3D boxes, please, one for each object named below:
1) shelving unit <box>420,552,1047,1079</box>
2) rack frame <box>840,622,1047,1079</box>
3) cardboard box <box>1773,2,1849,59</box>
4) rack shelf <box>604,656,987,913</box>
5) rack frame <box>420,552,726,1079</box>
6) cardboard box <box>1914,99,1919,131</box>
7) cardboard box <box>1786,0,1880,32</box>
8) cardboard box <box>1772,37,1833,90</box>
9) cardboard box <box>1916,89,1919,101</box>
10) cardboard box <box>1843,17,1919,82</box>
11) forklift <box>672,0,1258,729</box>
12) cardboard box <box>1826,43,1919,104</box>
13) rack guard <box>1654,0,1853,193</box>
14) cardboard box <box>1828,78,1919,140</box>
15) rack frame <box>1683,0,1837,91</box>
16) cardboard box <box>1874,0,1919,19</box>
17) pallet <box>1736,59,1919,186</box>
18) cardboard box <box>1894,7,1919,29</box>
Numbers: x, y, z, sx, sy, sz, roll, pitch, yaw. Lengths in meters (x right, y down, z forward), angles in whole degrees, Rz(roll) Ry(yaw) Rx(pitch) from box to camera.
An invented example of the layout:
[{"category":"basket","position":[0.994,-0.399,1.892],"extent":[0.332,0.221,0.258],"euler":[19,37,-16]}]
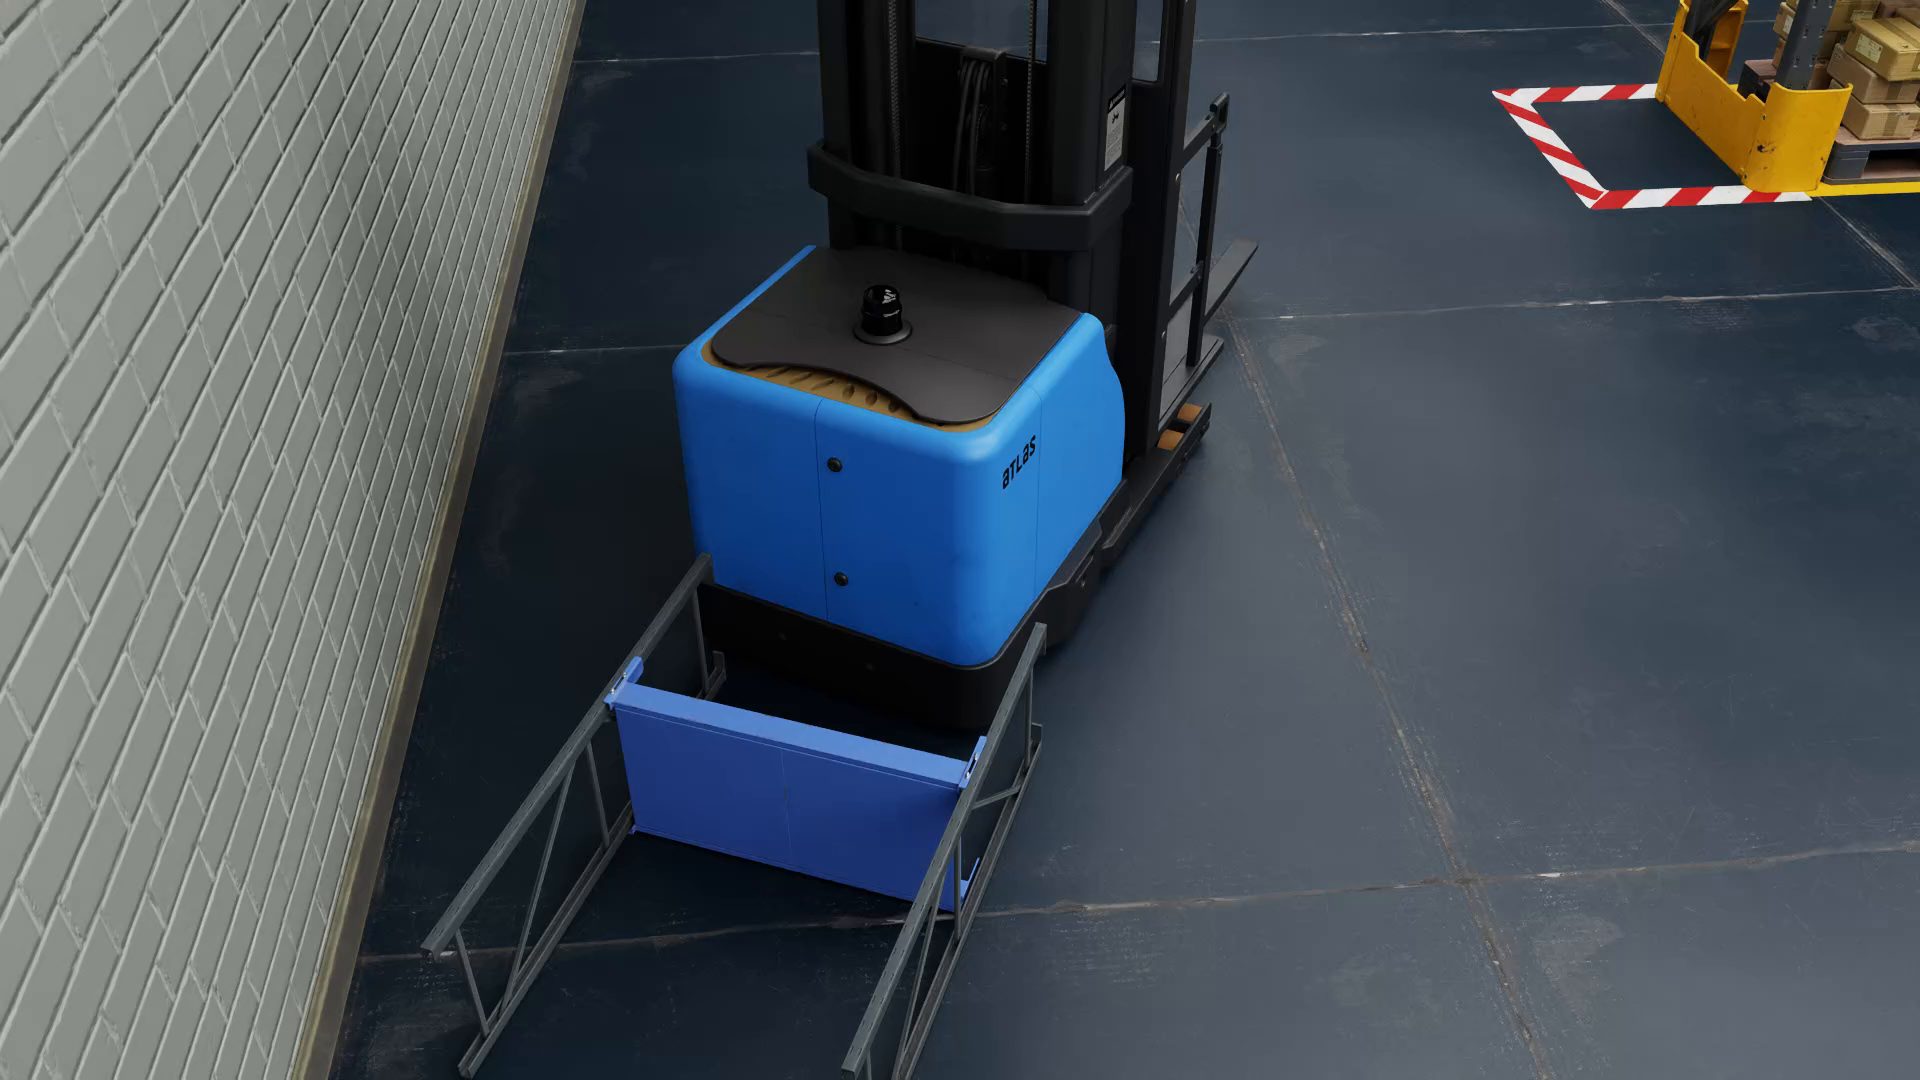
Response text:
[{"category":"shelving unit","position":[-0.489,0.772,4.337],"extent":[1.048,0.538,1.500],"euler":[11,40,14]},{"category":"rack frame","position":[-0.006,0.869,4.214],"extent":[0.032,0.500,1.500],"euler":[11,40,14]},{"category":"cardboard box","position":[4.270,-2.538,8.268],"extent":[0.250,0.149,0.380],"euler":[-4,38,-5]},{"category":"rack shelf","position":[-0.434,0.666,4.471],"extent":[1.000,0.538,0.185],"euler":[11,40,14]},{"category":"rack frame","position":[-0.973,0.675,4.460],"extent":[0.032,0.500,1.500],"euler":[11,40,14]},{"category":"cardboard box","position":[4.573,-2.113,7.968],"extent":[0.250,0.149,0.380],"euler":[-3,38,-4]},{"category":"cardboard box","position":[4.275,-2.635,8.151],"extent":[0.250,0.149,0.380],"euler":[-3,38,-3]},{"category":"cardboard box","position":[4.276,-2.374,8.300],"extent":[0.250,0.149,0.380],"euler":[-3,38,-3]},{"category":"cardboard box","position":[4.592,-2.184,7.819],"extent":[0.250,0.149,0.380],"euler":[-3,38,-4]},{"category":"cardboard box","position":[4.322,-2.269,7.687],"extent":[0.250,0.149,0.380],"euler":[-5,39,-6]},{"category":"forklift","position":[0.278,-1.496,5.280],"extent":[1.130,2.935,3.031],"euler":[17,41,21]},{"category":"cardboard box","position":[4.314,-2.204,7.844],"extent":[0.250,0.149,0.380],"euler":[-2,38,-2]},{"category":"rack guard","position":[3.845,-2.194,8.127],"extent":[0.348,0.500,1.175],"euler":[-3,38,-4]},{"category":"cardboard box","position":[4.320,-2.048,7.886],"extent":[0.250,0.149,0.380],"euler":[-2,38,-3]},{"category":"rack frame","position":[3.770,-3.171,7.347],"extent":[0.127,3.000,1.000],"euler":[-3,38,-4]},{"category":"cardboard box","position":[4.530,-2.614,8.123],"extent":[0.250,0.149,0.380],"euler":[-2,38,-3]},{"category":"pallet","position":[4.658,-2.103,8.245],"extent":[1.213,0.211,1.003],"euler":[-3,38,-4]},{"category":"cardboard box","position":[4.586,-2.359,7.800],"extent":[0.250,0.149,0.380],"euler":[-2,38,-3]}]
